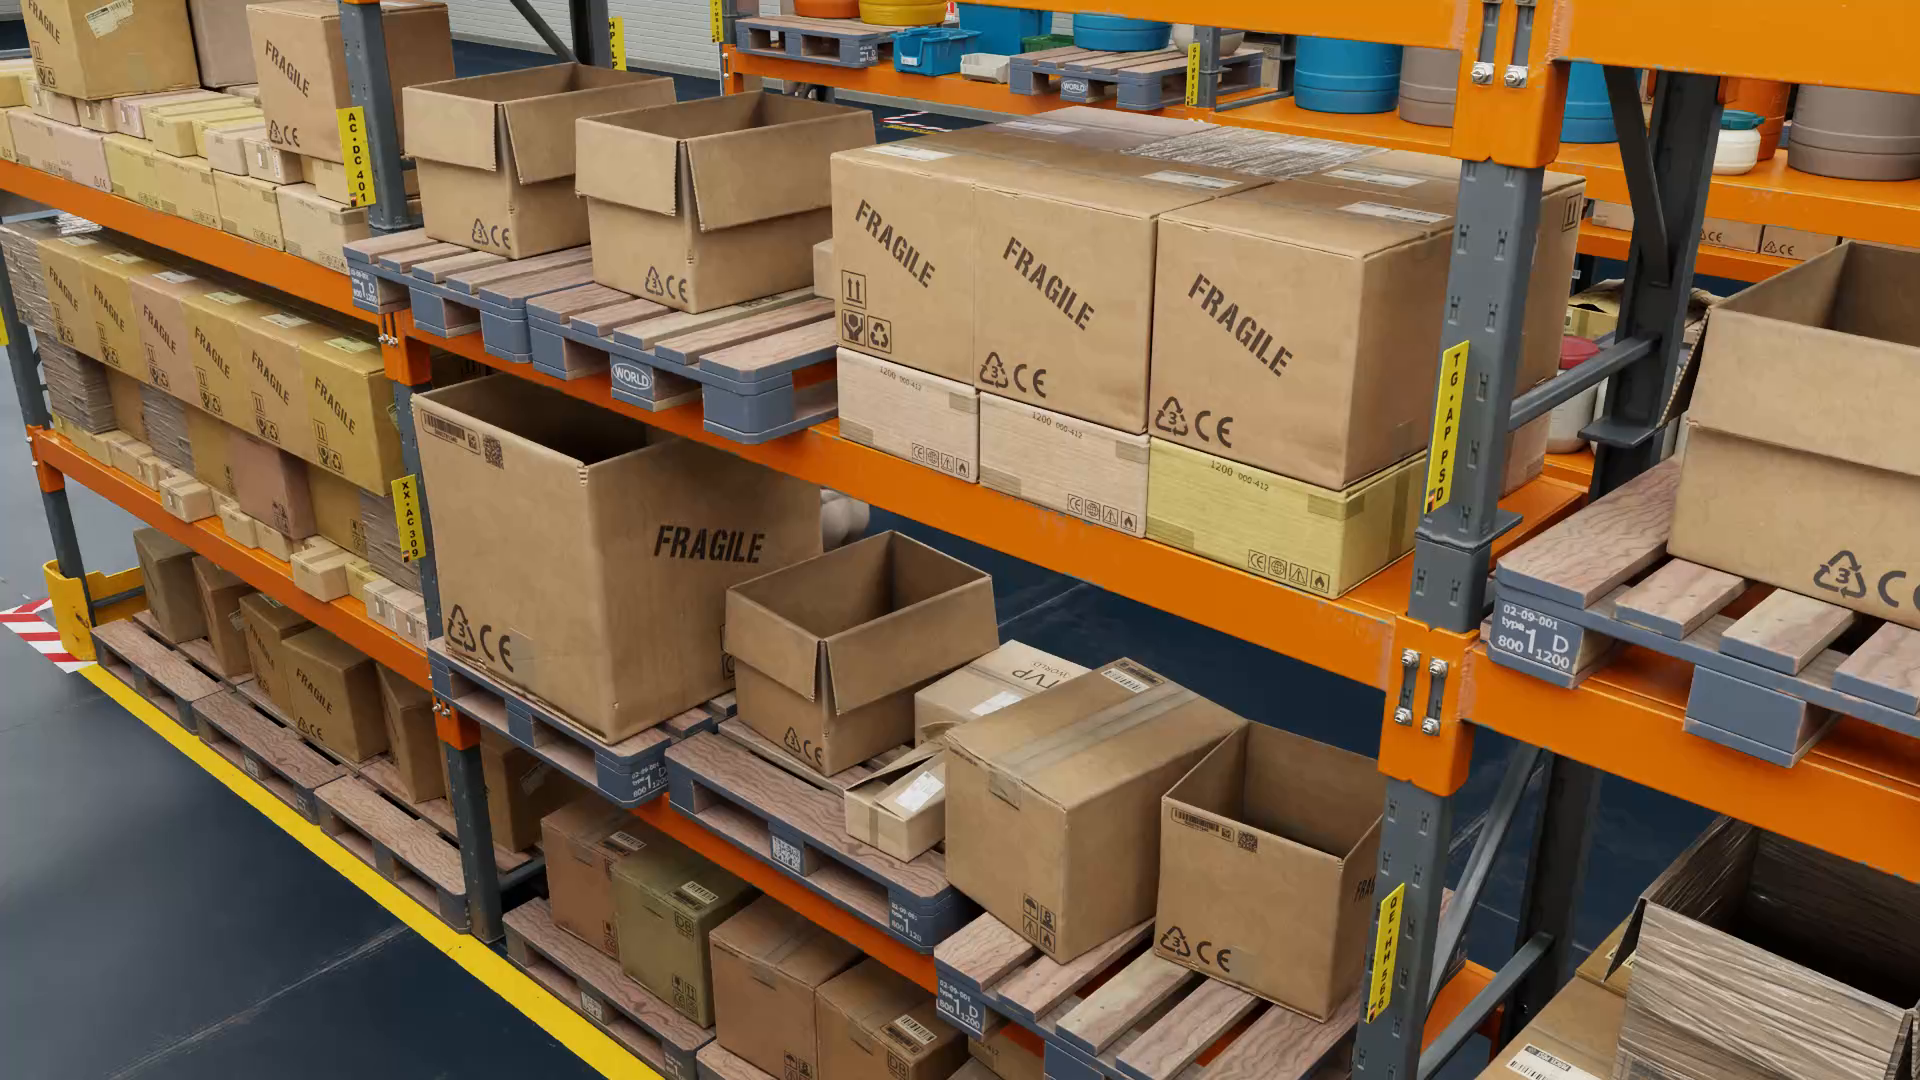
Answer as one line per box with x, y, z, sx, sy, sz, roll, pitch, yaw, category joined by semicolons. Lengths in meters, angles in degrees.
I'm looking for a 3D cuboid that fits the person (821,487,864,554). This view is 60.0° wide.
-0.830;-0.206;9.131;0.578;1.702;0.478;19;30;37;person
